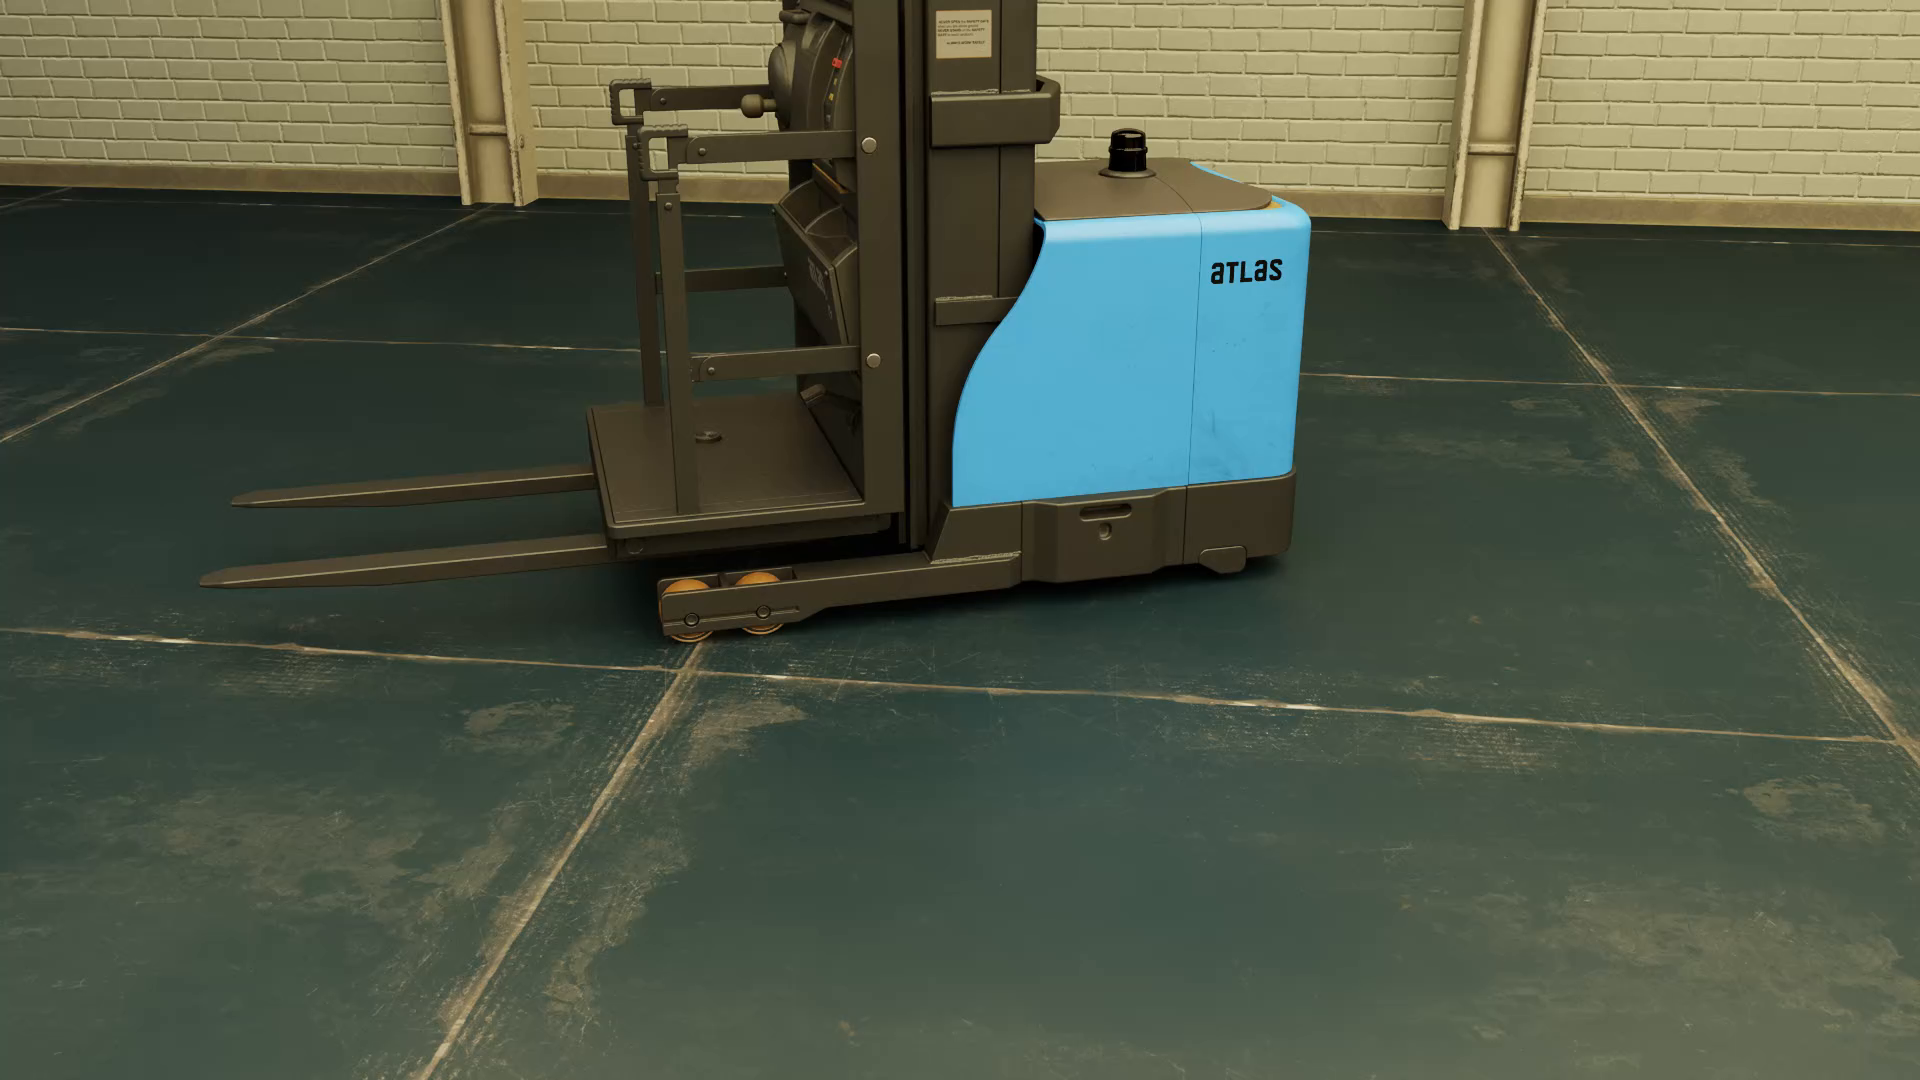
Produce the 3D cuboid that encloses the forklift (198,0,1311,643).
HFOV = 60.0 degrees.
[{"bbox_3d":[-0.588,-1.301,4.485,3.031,2.935,1.130,-6,23,-14],"label":"forklift"}]
